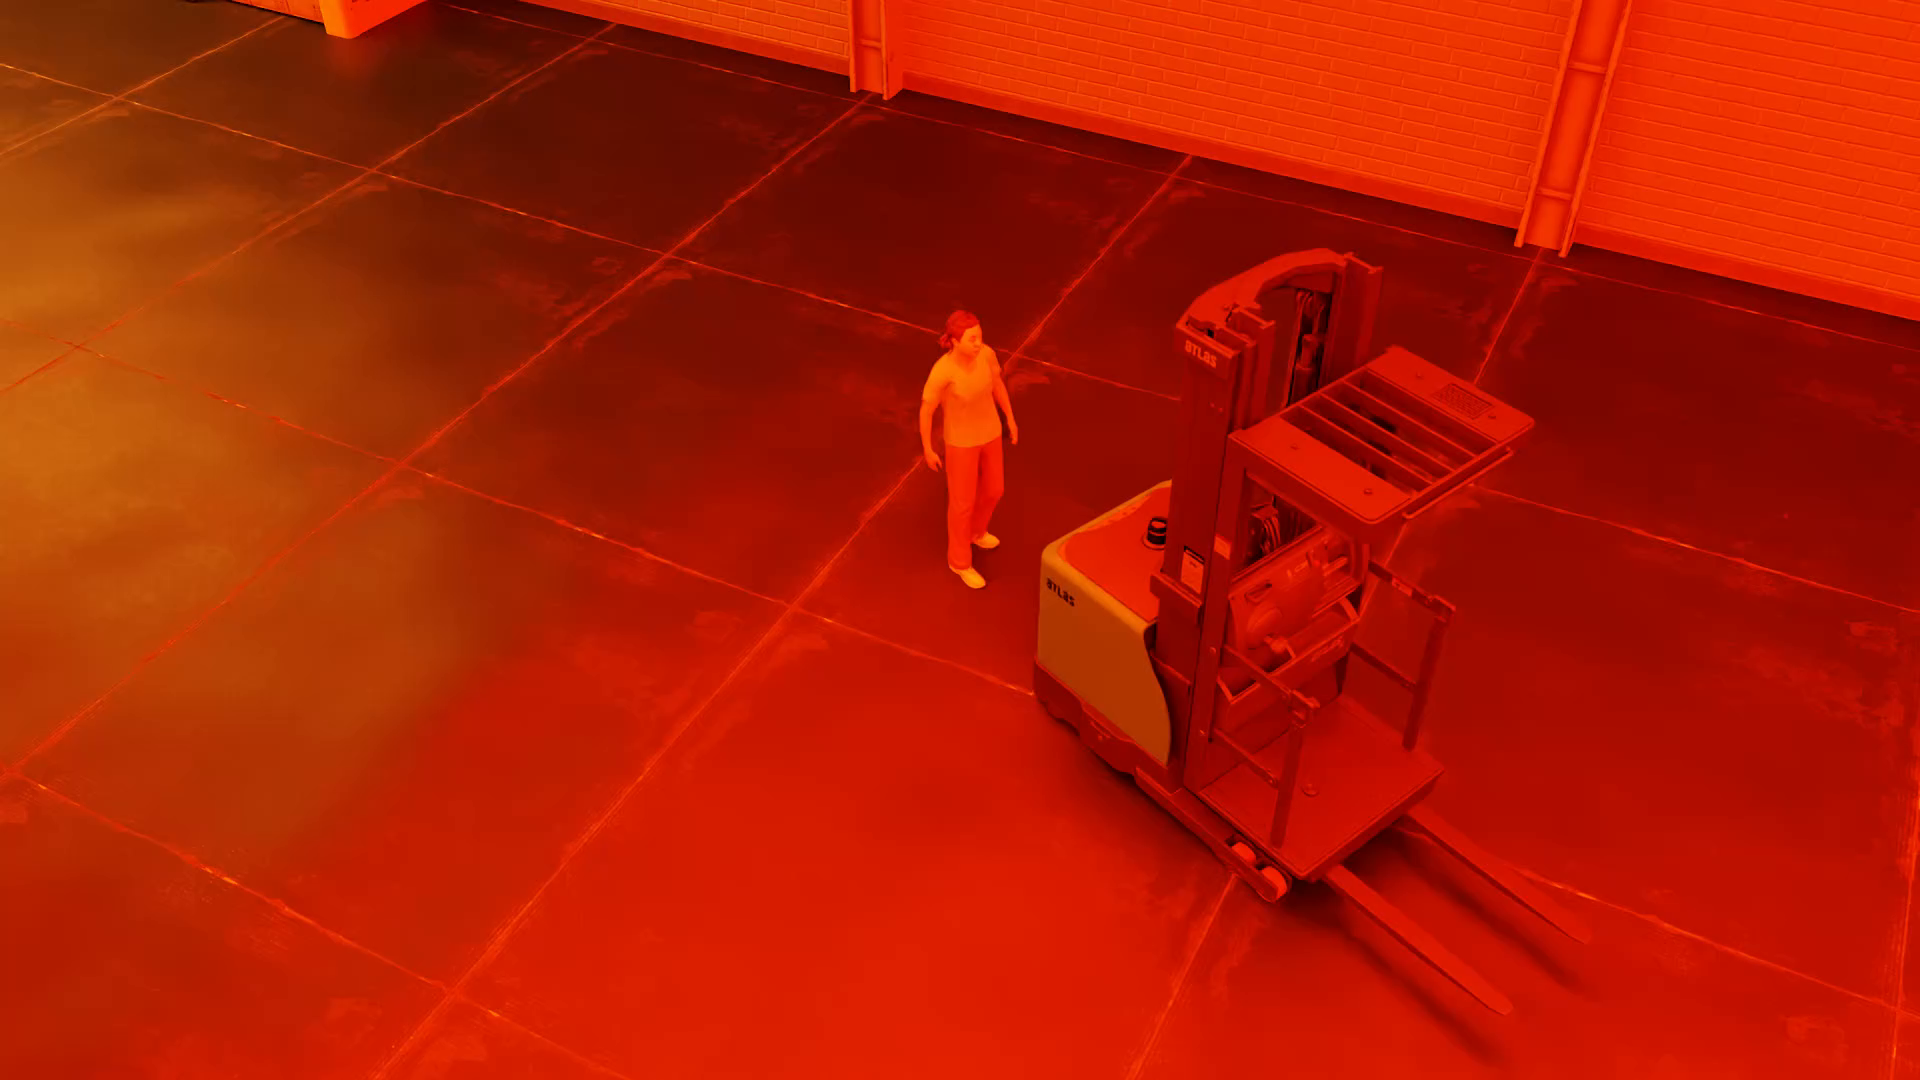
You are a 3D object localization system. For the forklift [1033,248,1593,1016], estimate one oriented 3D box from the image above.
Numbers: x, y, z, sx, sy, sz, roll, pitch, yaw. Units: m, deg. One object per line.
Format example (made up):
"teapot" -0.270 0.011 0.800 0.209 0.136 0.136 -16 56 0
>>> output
"forklift" 1.726 0.279 7.655 1.130 2.935 3.031 -28 47 -29

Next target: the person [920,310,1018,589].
"person" 0.092 -0.542 9.641 0.606 1.650 0.608 -24 46 -26
